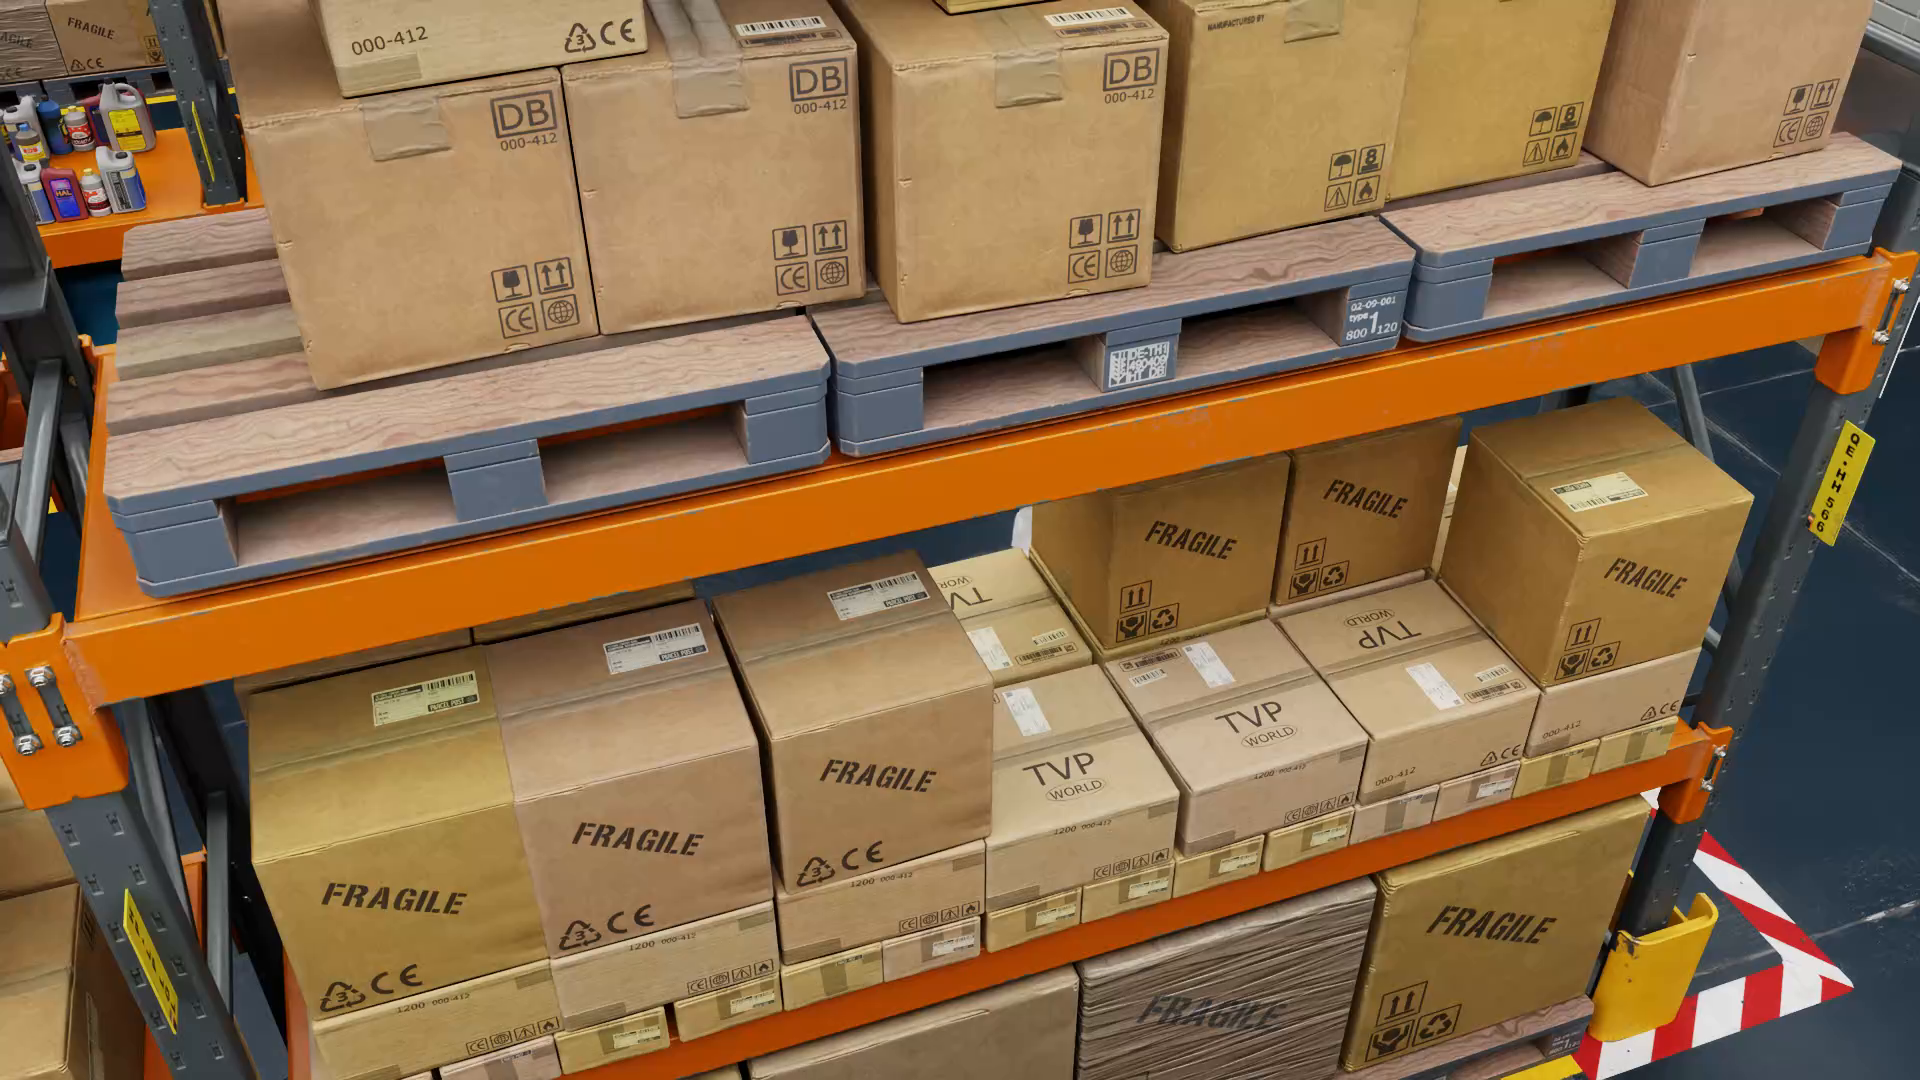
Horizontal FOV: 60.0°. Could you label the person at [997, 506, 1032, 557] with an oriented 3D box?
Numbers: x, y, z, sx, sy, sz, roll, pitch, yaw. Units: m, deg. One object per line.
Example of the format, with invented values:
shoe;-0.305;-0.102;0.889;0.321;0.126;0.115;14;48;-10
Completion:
person;0.424;0.098;6.113;0.581;1.647;0.578;-12;39;-15
